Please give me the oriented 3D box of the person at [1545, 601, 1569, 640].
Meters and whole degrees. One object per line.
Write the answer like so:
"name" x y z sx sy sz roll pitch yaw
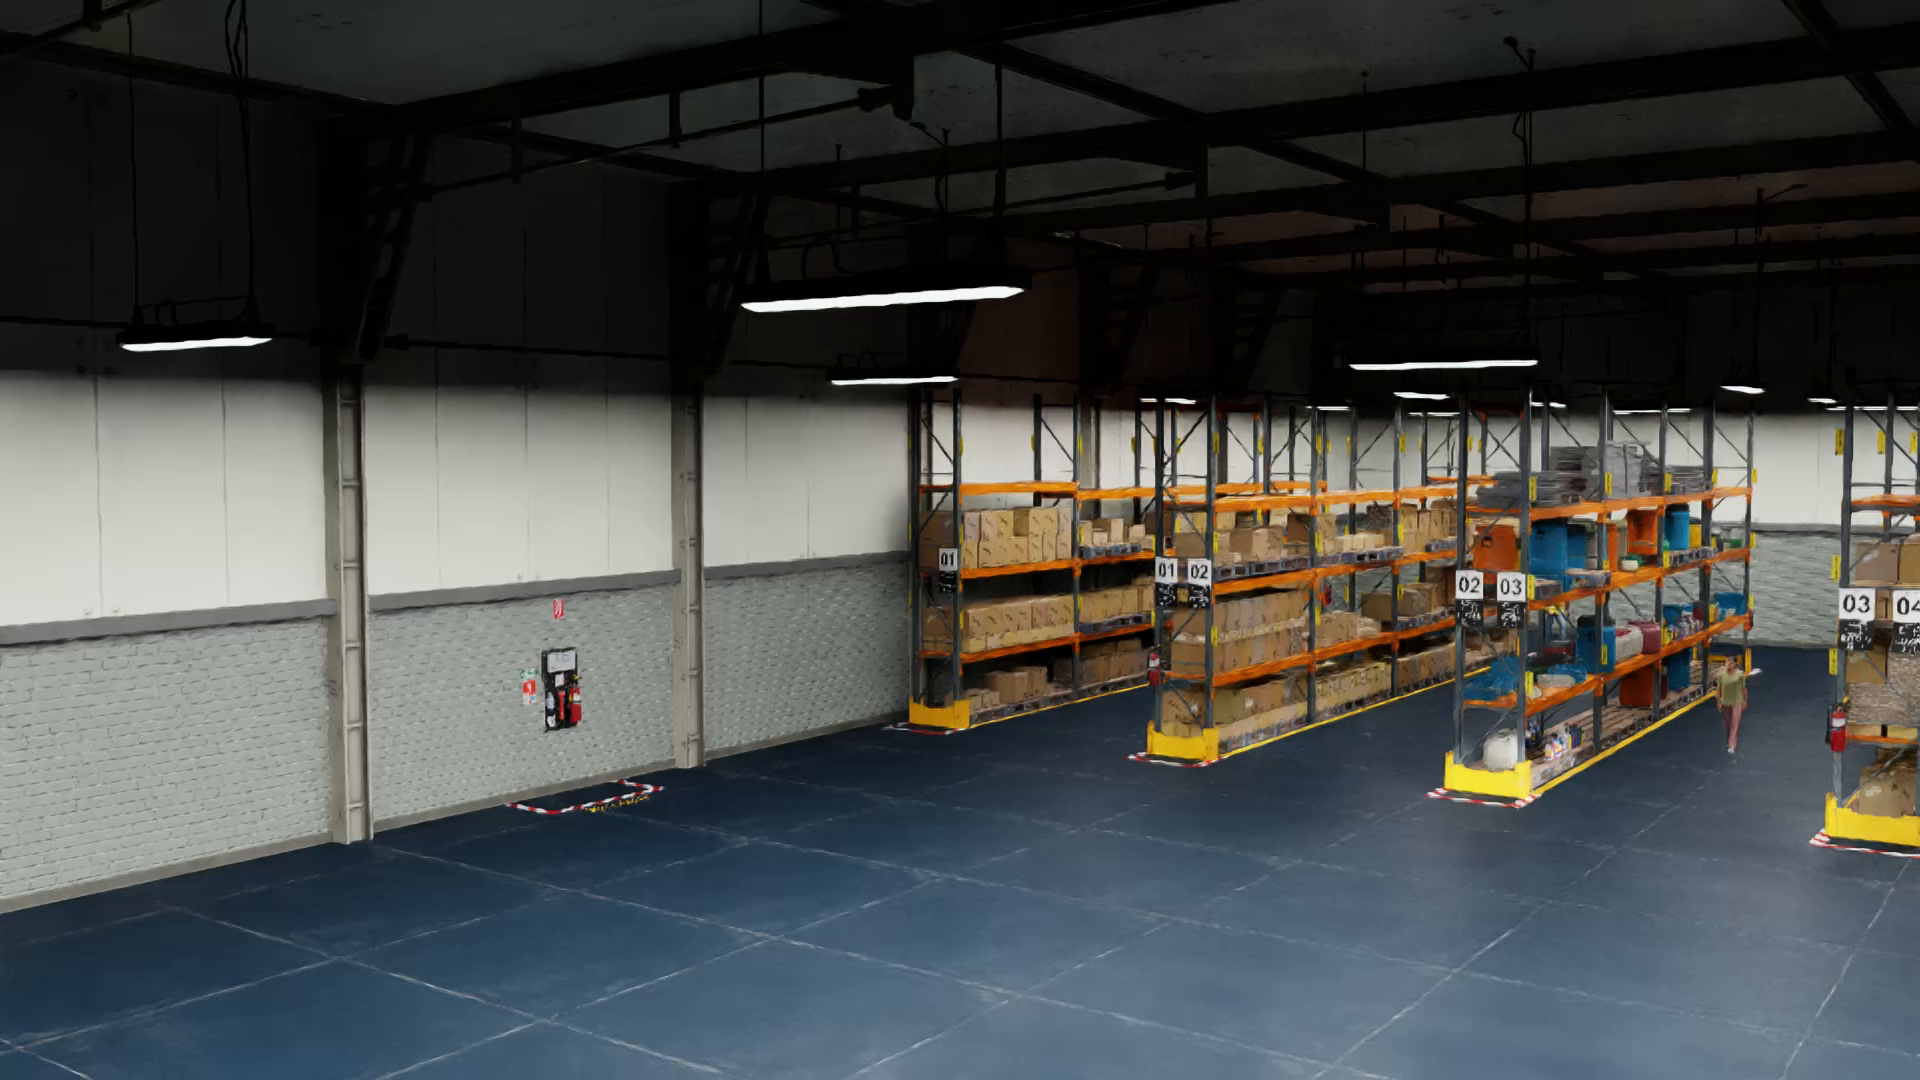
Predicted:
"person" 14.749 1.797 41.215 0.704 1.701 0.828 1 3 17

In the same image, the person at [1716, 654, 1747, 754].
"person" 12.558 2.644 27.123 0.448 1.590 1.109 3 4 38
